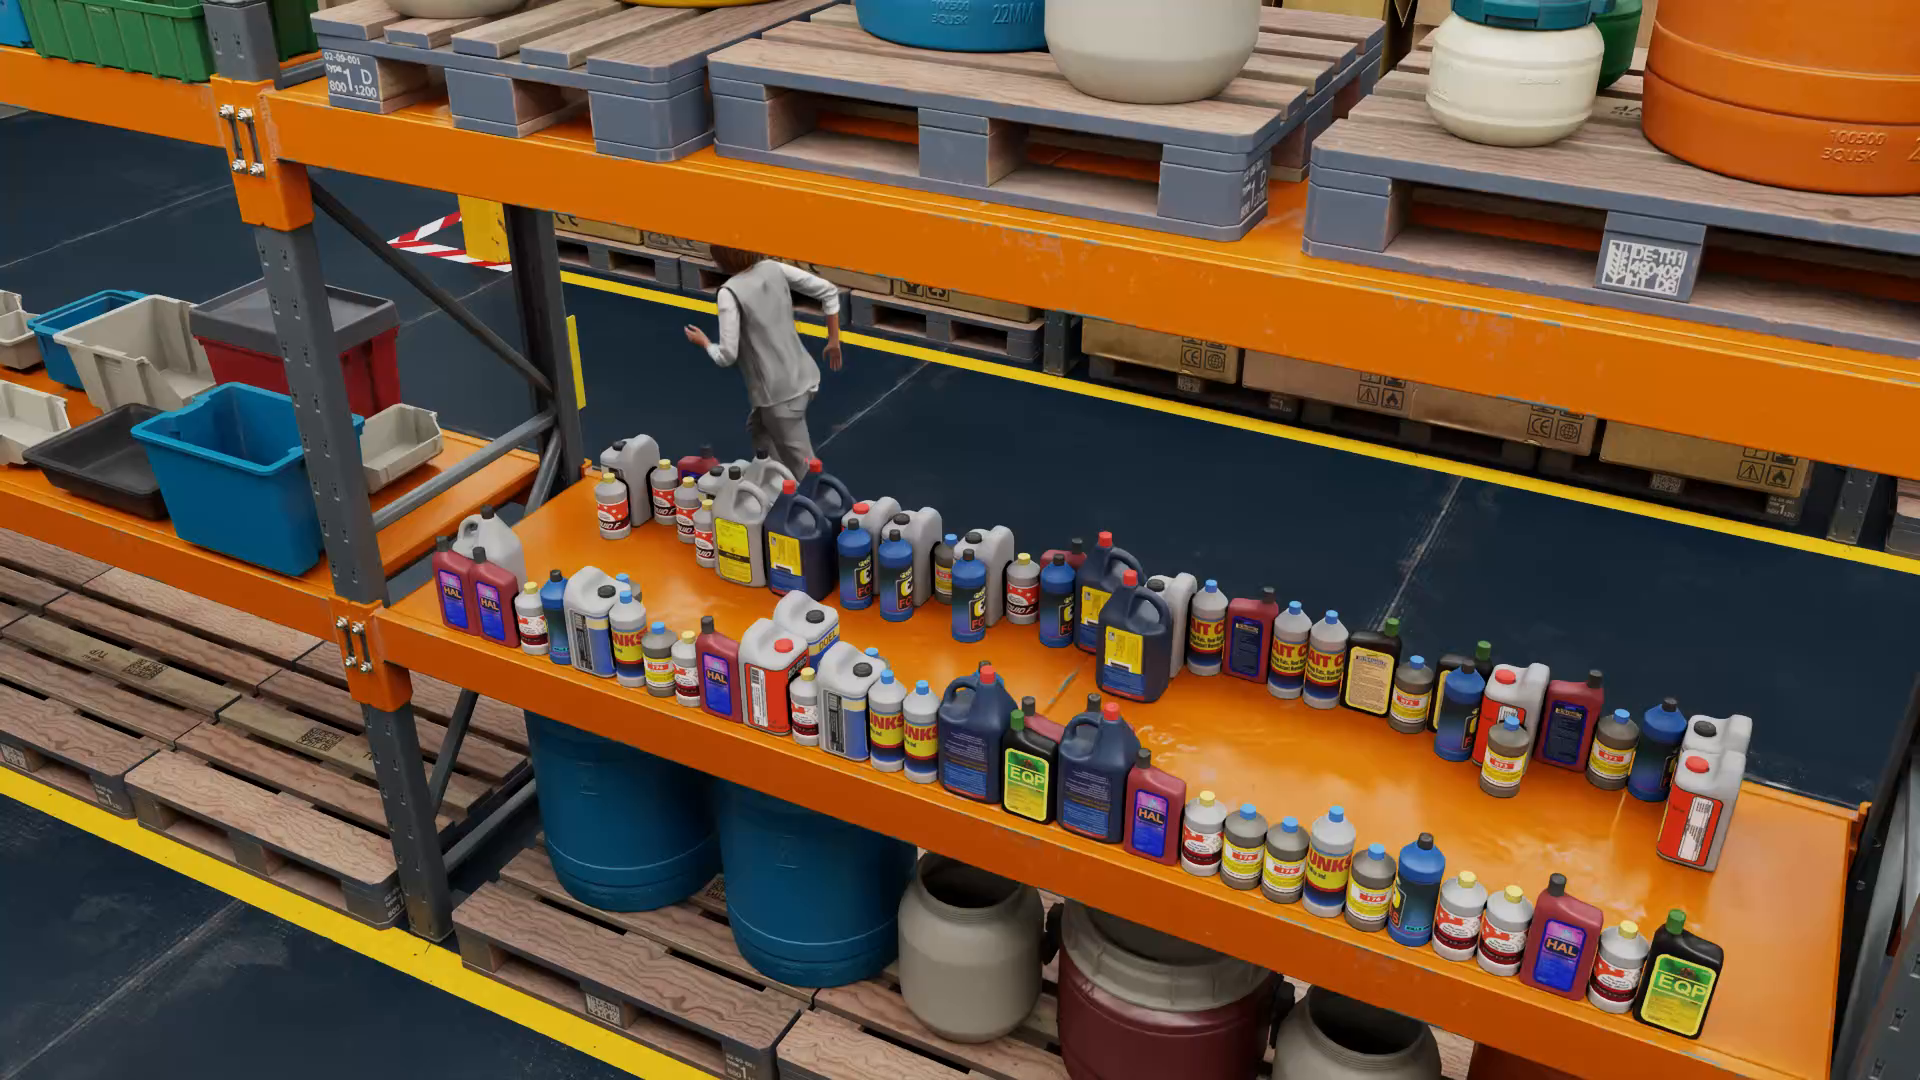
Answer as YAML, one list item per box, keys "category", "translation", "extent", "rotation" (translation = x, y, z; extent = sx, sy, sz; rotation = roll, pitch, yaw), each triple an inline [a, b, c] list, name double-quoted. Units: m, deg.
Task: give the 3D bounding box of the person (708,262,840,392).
- category: "person"
  translation: [-0.812, -0.898, 7.153]
  extent: [0.422, 0.546, 0.530]
  rotation: [13, 33, 20]
